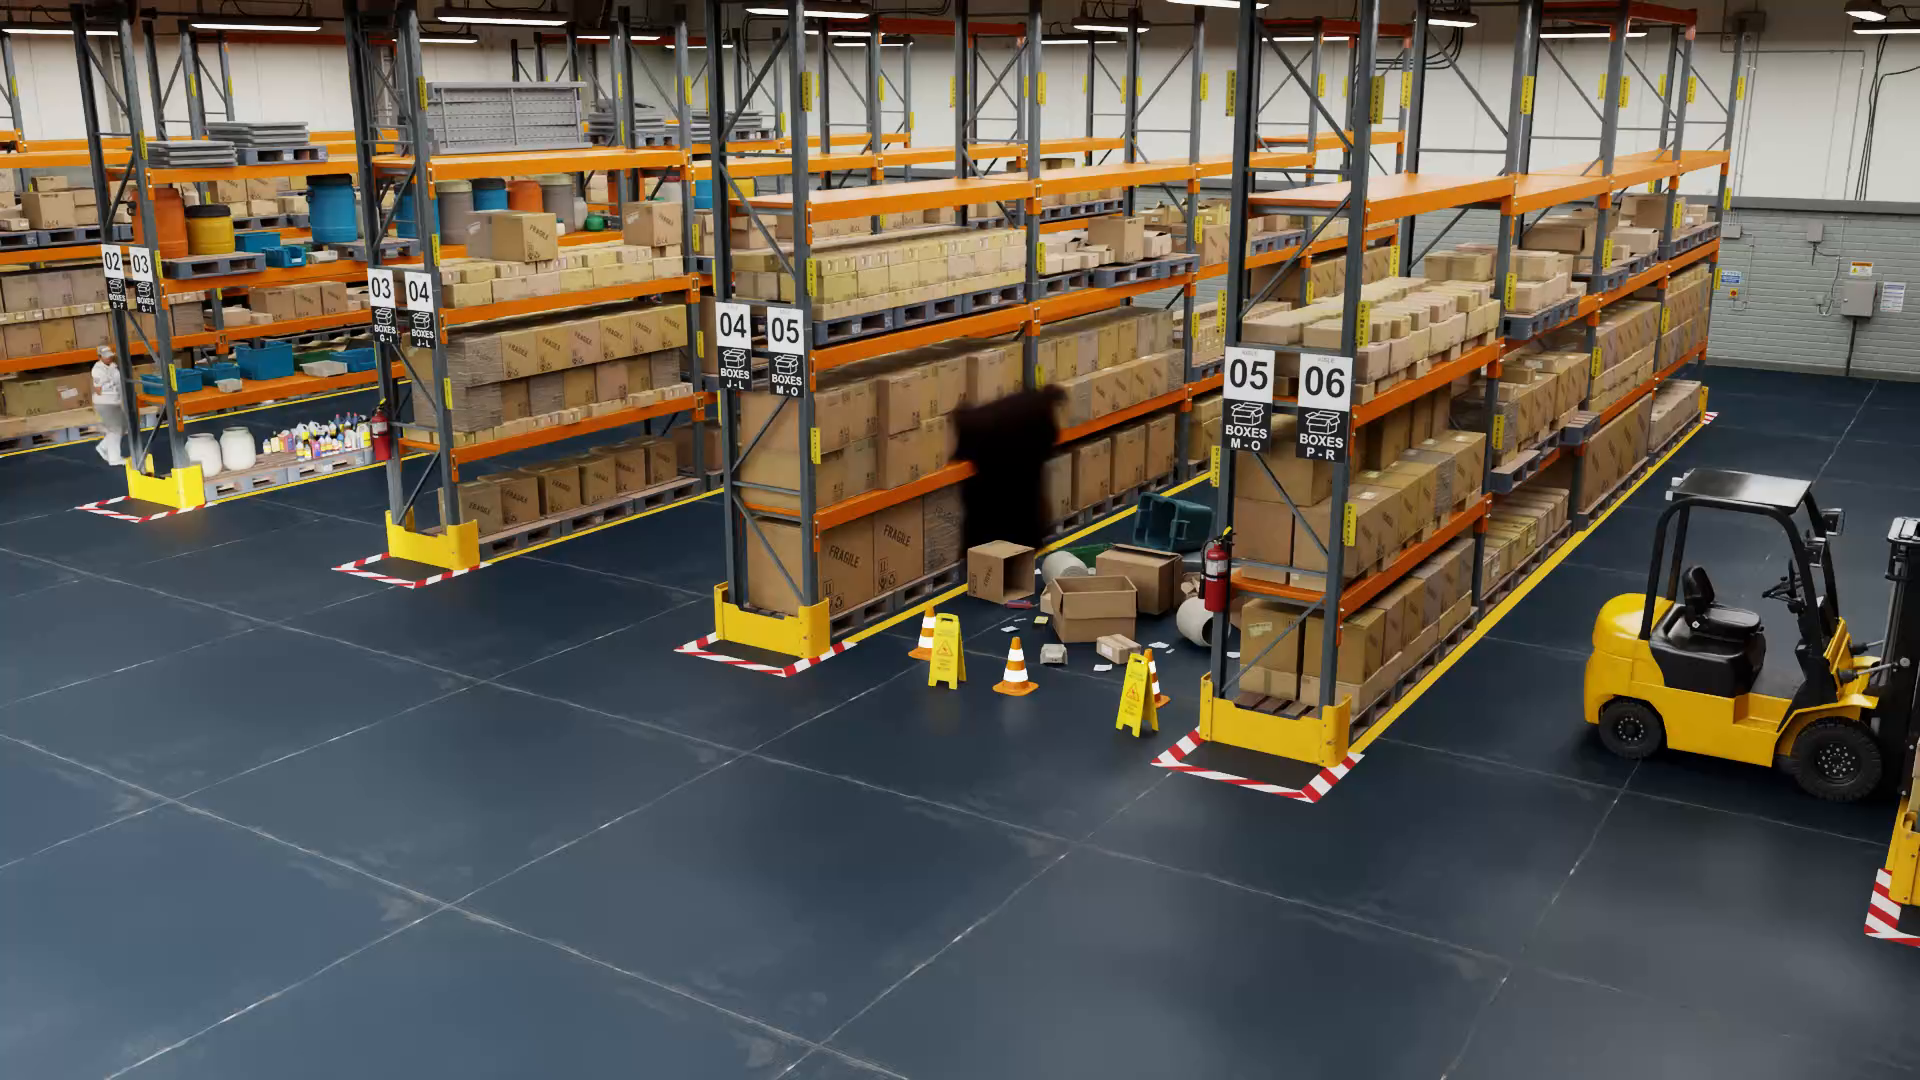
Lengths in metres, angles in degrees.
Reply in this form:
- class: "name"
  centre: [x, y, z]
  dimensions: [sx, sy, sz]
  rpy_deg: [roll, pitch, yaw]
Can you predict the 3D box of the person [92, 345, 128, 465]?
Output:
- class: "person"
  centre: [-11.610, -1.847, 22.718]
  dimensions: [0.520, 1.658, 0.495]
  rpy_deg: [-8, 17, -26]
